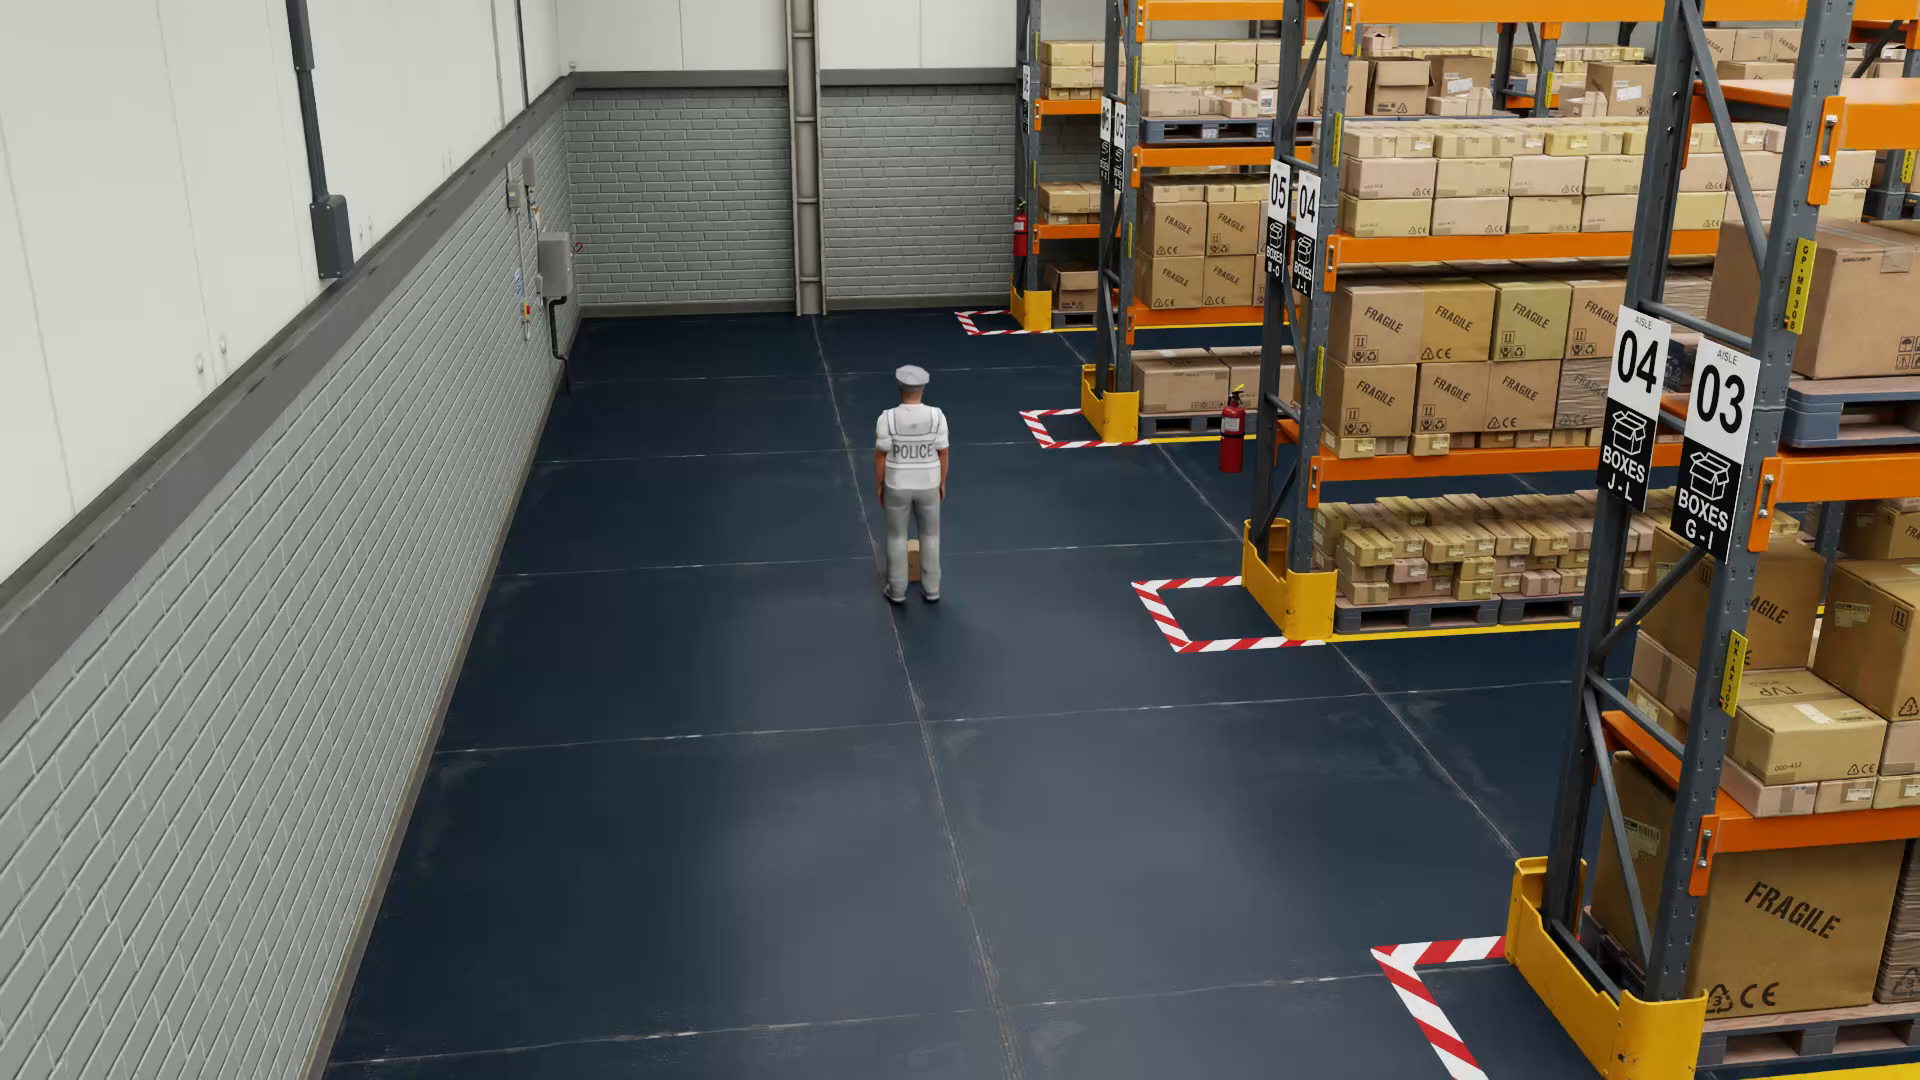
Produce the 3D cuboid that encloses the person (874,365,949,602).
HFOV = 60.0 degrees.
[{"bbox_3d":[-0.356,-0.401,12.109,0.536,1.785,0.403,-3,20,-7],"label":"person"}]
